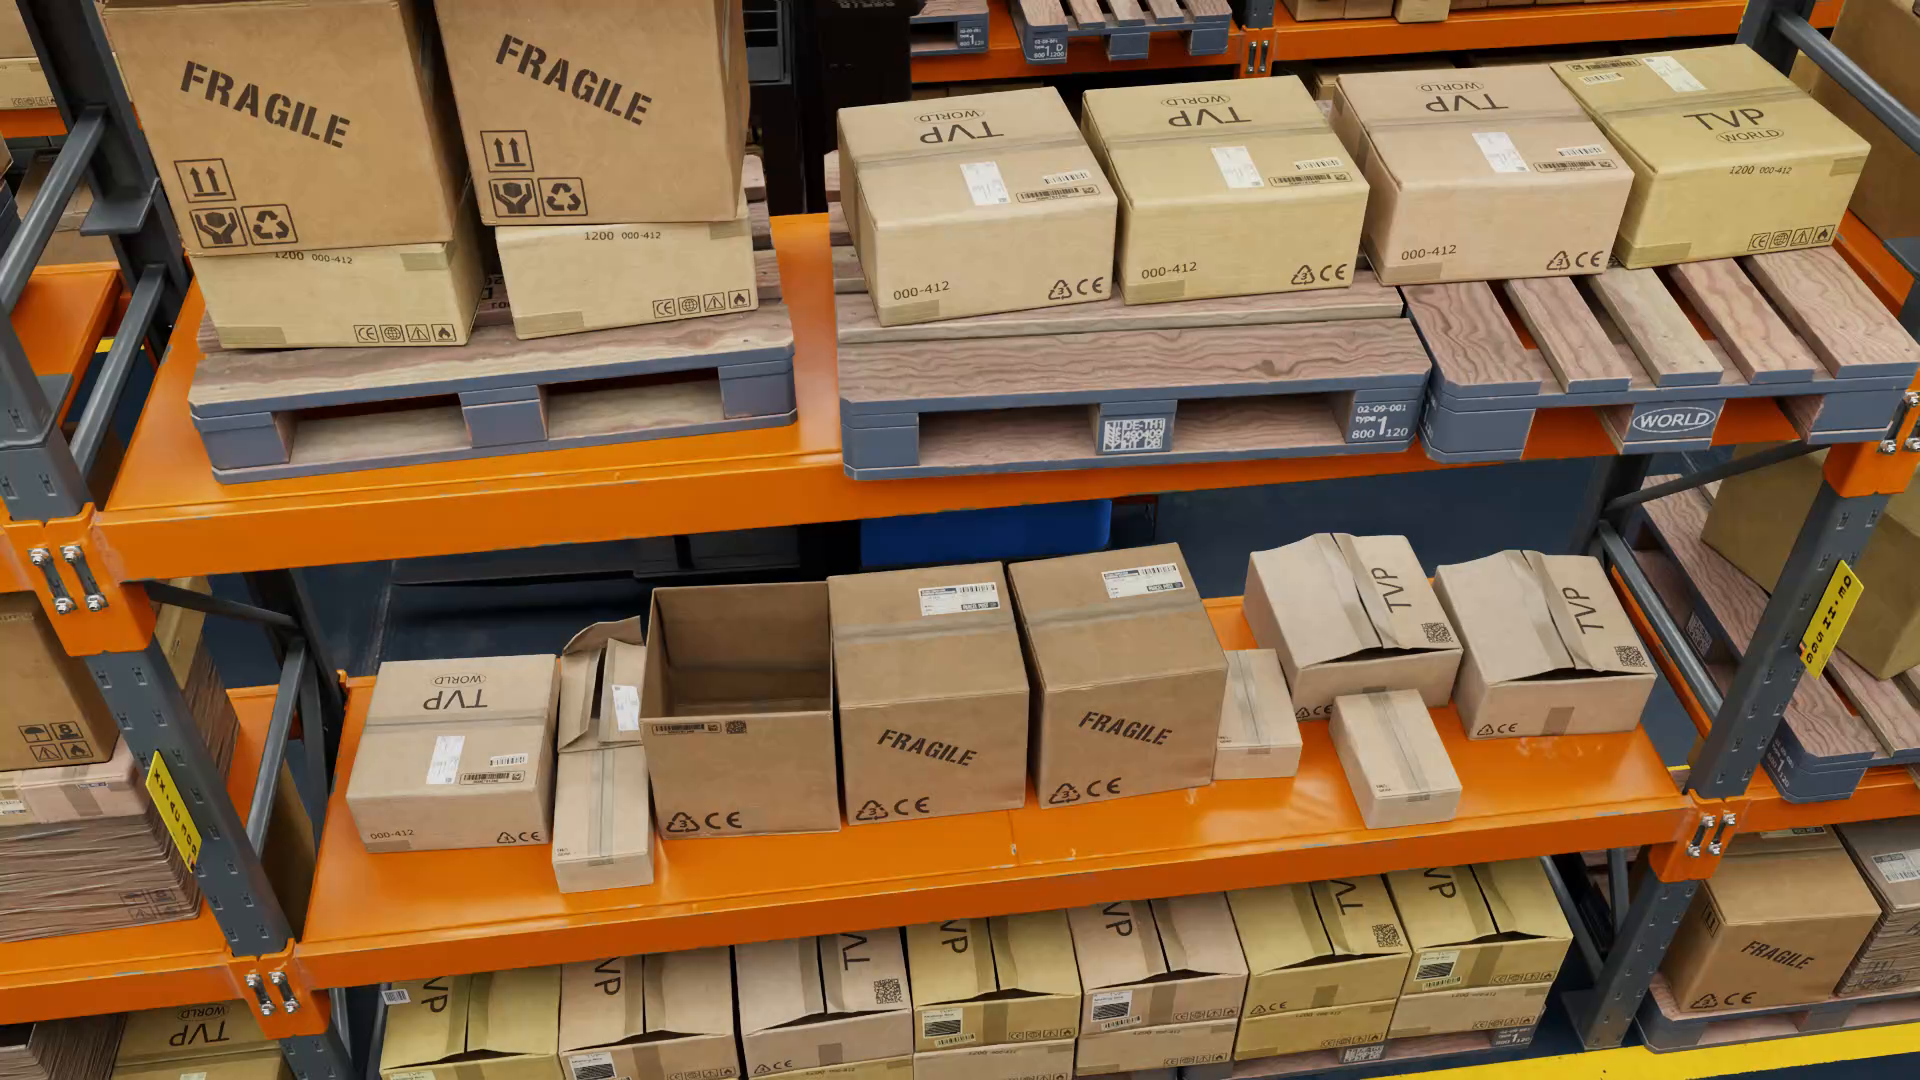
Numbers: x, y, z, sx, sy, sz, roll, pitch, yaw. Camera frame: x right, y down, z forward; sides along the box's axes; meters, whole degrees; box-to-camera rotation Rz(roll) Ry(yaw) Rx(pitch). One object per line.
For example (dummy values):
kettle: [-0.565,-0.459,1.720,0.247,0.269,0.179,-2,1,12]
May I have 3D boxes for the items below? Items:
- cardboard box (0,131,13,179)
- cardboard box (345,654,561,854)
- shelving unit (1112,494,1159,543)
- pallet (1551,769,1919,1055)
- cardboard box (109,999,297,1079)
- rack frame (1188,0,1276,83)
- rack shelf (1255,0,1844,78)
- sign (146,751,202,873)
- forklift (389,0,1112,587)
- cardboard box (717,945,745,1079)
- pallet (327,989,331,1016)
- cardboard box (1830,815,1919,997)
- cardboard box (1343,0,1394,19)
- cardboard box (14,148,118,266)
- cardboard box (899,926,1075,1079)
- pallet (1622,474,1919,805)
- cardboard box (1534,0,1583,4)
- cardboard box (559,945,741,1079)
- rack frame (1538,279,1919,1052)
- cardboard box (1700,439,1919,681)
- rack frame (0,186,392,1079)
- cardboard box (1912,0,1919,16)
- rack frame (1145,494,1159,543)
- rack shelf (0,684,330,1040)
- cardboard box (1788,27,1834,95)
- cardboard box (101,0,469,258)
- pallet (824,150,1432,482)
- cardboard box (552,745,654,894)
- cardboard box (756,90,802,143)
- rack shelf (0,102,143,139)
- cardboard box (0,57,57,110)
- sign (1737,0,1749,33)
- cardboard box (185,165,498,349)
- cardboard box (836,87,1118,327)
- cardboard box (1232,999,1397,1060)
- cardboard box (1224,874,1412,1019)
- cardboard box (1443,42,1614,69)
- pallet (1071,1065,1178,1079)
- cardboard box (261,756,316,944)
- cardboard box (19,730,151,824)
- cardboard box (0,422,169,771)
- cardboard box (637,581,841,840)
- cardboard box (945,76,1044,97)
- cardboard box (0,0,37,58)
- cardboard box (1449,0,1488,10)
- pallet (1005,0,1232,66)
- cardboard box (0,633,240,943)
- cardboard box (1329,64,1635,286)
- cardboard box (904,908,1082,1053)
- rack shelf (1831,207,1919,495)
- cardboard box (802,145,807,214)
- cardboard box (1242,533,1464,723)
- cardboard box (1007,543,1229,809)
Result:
cardboard box: [-2.413,-0.880,3.469,0.500,0.500,0.500,-2,42,-2]
cardboard box: [-1.397,0.594,4.679,0.500,0.250,0.500,-3,42,-3]
shelving unit: [0.736,-0.437,7.165,0.252,1.050,0.215,-4,42,-4]
pallet: [2.832,1.259,5.912,1.213,0.211,1.003,-5,42,-6]
cardboard box: [-2.311,1.661,5.124,0.500,0.250,0.500,-5,42,-6]
rack frame: [1.441,-3.026,8.581,0.127,3.000,1.000,-5,42,-6]
rack shelf: [3.424,-2.933,9.014,4.000,0.370,1.077,-5,42,-6]
sign: [-1.806,0.628,3.824,0.005,0.325,0.100,-5,42,-6]
forklift: [-0.905,-1.061,6.453,3.031,2.935,1.130,-4,42,-4]
cardboard box: [-0.940,1.562,5.234,0.500,0.250,0.500,-4,42,-4]
pallet: [-2.673,1.687,5.437,1.213,0.211,1.003,-5,42,-6]
cardboard box: [3.094,1.129,5.512,0.500,0.500,0.500,-6,42,-7]
cardboard box: [2.048,-2.831,8.537,0.250,0.149,0.380,-4,42,-5]
cardboard box: [-4.495,-1.647,8.590,0.500,0.500,0.700,-7,43,-8]
cardboard box: [0.077,1.471,5.334,0.500,0.250,0.500,-4,42,-5]
pallet: [2.750,0.229,5.115,1.003,0.211,1.213,-5,42,-6]
cardboard box: [3.070,-2.946,8.664,0.250,0.149,0.380,-4,42,-5]
cardboard box: [-0.940,1.357,5.042,0.500,0.311,0.500,-5,42,-6]
rack frame: [2.087,0.263,4.934,0.127,3.000,1.000,-5,42,-6]
cardboard box: [2.697,-0.059,4.903,0.500,0.500,0.700,-19,45,-20]
rack frame: [-1.879,0.611,4.549,0.127,3.000,1.000,-5,42,-6]
cardboard box: [2.520,-1.293,3.598,0.500,0.500,0.500,-5,42,-6]
rack frame: [0.858,-0.444,7.174,0.008,1.050,0.200,-4,42,-4]
rack shelf: [-3.863,1.051,4.597,4.000,0.370,1.077,-5,42,-6]
cardboard box: [4.779,-2.589,9.387,0.750,0.750,0.750,-5,42,-5]
cardboard box: [-1.263,-0.909,3.233,0.500,0.500,0.500,-5,42,-5]
pallet: [0.317,-0.563,3.751,1.213,0.211,1.003,-3,42,-4]
cardboard box: [-0.974,0.763,4.568,0.250,0.149,0.380,-5,42,-6]
cardboard box: [-0.846,-2.356,8.815,0.500,0.250,0.500,-6,42,-7]
rack shelf: [-4.509,-2.238,8.244,4.000,0.370,1.077,-5,42,-6]
cardboard box: [-4.446,-2.252,7.820,0.500,0.250,0.500,-5,42,-5]
sign: [2.018,-1.403,4.156,0.005,0.325,0.100,-5,42,-6]
cardboard box: [-1.267,-0.651,3.506,0.500,0.250,0.500,-1,42,-1]
cardboard box: [0.024,-0.729,3.593,0.500,0.250,0.500,-8,43,-9]
cardboard box: [1.086,1.383,5.432,0.500,0.250,0.500,-5,42,-6]
cardboard box: [1.085,1.178,5.240,0.500,0.311,0.500,-6,42,-6]
cardboard box: [3.056,-2.433,9.214,0.750,0.750,0.750,-5,42,-6]
pallet: [0.058,1.448,5.702,1.213,0.211,1.003,-5,42,-6]
cardboard box: [-2.380,1.029,5.264,0.500,0.500,0.500,-5,42,-6]
cardboard box: [-2.121,0.498,4.114,0.250,0.149,0.380,-5,42,-6]
cardboard box: [-2.319,0.134,4.033,0.500,0.500,0.700,-5,42,-5]
cardboard box: [-0.593,0.472,4.628,0.500,0.500,0.500,-2,42,-2]
cardboard box: [0.160,-2.435,8.903,0.500,0.250,0.500,-4,42,-5]
cardboard box: [-4.464,-2.533,7.572,0.500,0.500,0.500,-4,42,-4]
cardboard box: [2.556,-2.902,8.616,0.250,0.149,0.380,-5,42,-6]
pallet: [0.748,-2.823,8.498,1.003,0.211,1.213,-5,42,-6]
cardboard box: [-2.319,0.616,4.468,0.500,0.500,0.700,-6,42,-7]
cardboard box: [1.127,-0.817,3.690,0.500,0.250,0.500,-4,42,-4]
cardboard box: [0.087,1.263,5.147,0.500,0.311,0.500,-4,42,-4]
rack shelf: [4.070,-0.757,4.363,4.000,0.370,1.077,-5,42,-6]
cardboard box: [-0.781,-2.085,9.075,0.500,0.500,0.700,-5,42,-5]
cardboard box: [1.175,0.245,5.020,0.500,0.311,0.500,-5,42,-6]
cardboard box: [0.425,0.383,4.727,0.500,0.500,0.500,-7,43,-8]
